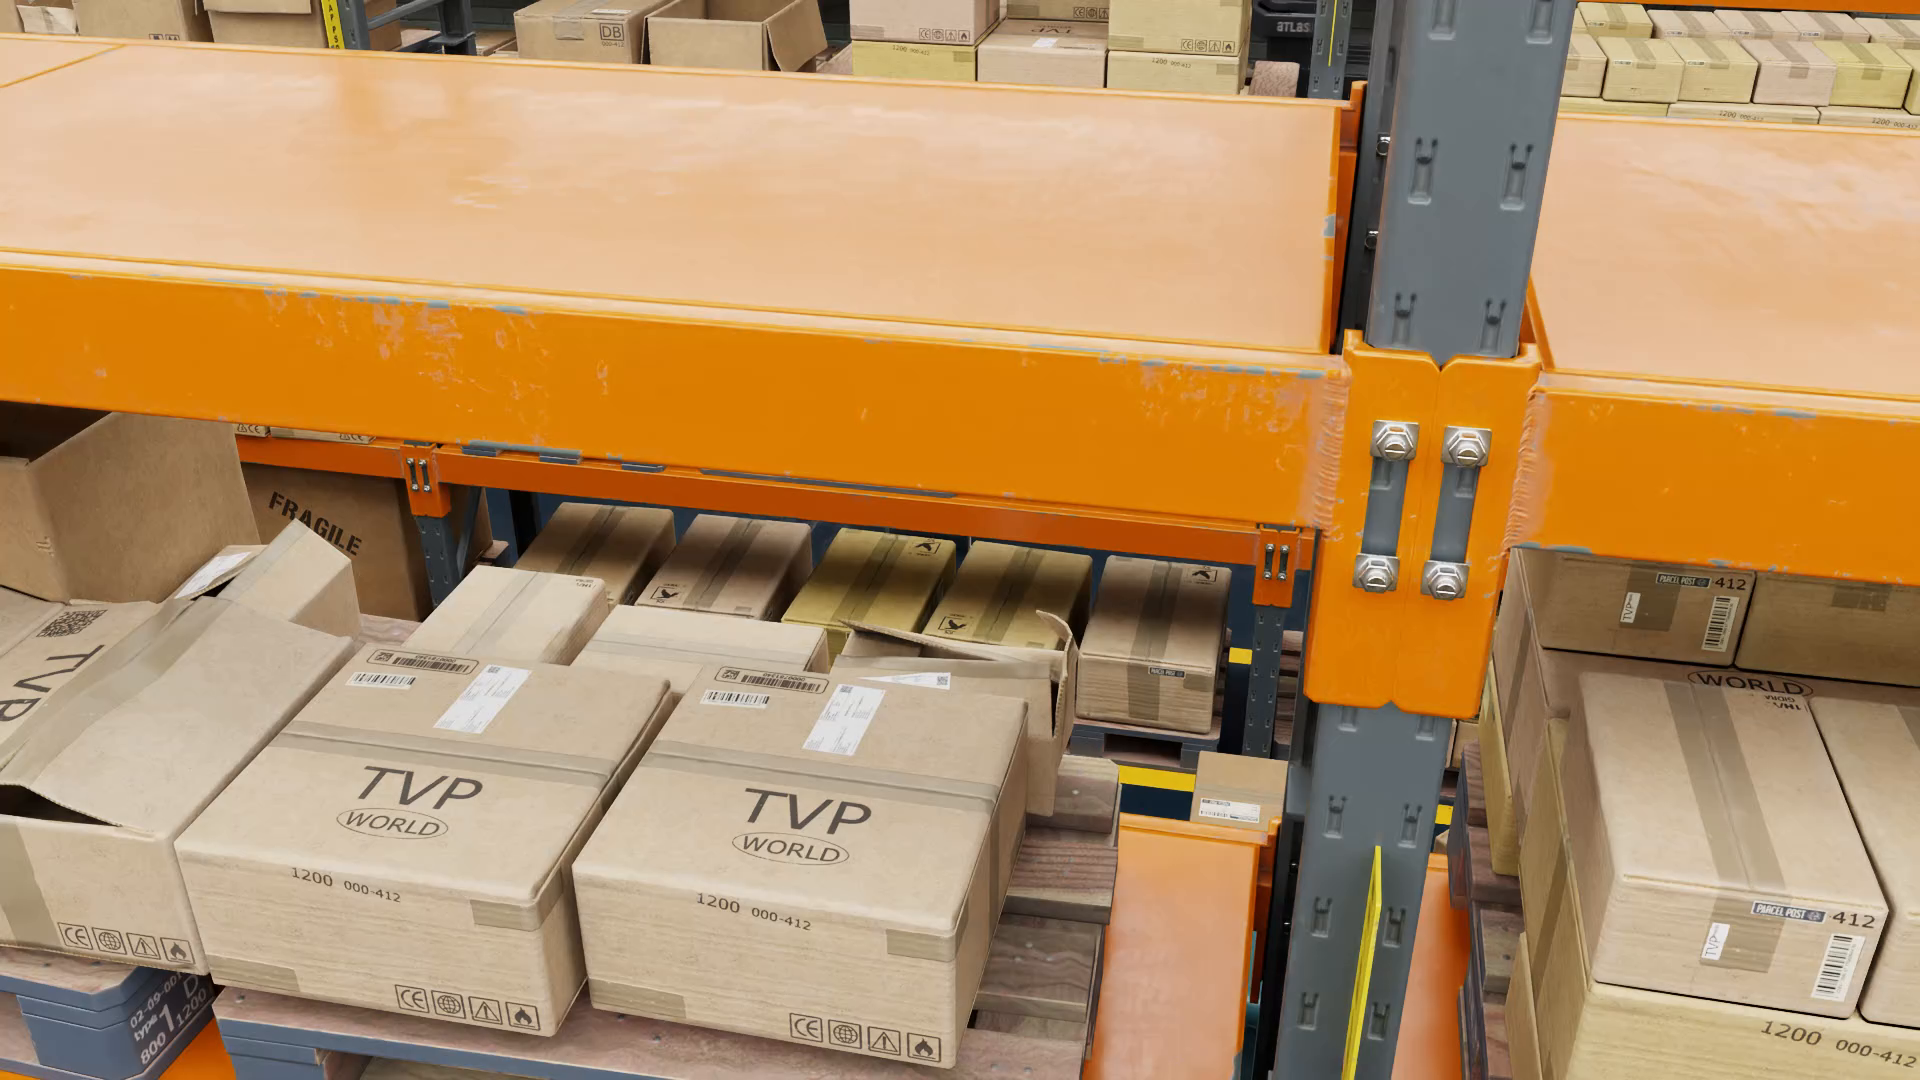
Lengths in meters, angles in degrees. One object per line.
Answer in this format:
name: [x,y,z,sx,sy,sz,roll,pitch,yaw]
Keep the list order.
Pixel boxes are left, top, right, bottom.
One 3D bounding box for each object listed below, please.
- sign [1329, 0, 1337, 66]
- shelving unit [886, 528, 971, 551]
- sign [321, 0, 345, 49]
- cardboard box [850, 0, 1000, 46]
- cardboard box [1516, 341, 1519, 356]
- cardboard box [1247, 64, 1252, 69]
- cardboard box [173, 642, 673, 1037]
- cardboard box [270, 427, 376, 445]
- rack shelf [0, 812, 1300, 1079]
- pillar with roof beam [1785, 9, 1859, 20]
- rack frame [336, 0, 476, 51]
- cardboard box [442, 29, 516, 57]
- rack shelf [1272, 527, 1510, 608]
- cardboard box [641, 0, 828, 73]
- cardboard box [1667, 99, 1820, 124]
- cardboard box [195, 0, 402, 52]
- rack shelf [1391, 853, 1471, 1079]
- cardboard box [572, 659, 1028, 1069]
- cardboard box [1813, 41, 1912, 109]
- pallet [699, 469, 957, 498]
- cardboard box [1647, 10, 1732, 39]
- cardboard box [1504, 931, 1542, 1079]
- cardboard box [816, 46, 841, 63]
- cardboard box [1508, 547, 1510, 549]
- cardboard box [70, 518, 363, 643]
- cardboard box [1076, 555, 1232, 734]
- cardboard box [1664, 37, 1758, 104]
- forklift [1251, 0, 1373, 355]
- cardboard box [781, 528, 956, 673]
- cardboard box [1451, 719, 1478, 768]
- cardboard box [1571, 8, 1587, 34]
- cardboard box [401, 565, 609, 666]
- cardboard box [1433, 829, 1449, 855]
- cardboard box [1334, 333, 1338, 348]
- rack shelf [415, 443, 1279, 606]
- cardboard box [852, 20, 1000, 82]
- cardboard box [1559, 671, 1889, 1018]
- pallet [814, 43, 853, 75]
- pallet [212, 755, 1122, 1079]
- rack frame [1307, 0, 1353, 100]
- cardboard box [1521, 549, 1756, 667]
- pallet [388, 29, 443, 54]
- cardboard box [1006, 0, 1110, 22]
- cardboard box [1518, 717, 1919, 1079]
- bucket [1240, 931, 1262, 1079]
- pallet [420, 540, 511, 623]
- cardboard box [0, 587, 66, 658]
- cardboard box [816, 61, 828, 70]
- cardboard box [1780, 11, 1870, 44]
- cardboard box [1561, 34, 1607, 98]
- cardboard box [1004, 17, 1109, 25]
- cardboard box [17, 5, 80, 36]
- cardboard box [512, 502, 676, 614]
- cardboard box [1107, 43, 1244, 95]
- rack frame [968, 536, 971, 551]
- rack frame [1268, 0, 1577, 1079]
sign: [1.350,-1.885,5.997,0.005,0.325,0.100,6,29,11]
shelving unit: [-0.162,-0.543,9.492,0.503,1.200,0.258,6,29,11]
sign: [-2.574,-2.149,6.808,0.005,0.325,0.100,6,29,11]
cardboard box: [-0.134,-2.174,6.673,0.500,0.250,0.500,6,29,11]
cardboard box: [2.342,-0.836,6.699,0.500,0.500,0.700,6,29,11]
cardboard box: [1.945,-3.278,11.834,0.250,0.149,0.380,5,29,9]
cardboard box: [-0.726,0.406,2.377,0.500,0.250,0.500,6,29,10]
cardboard box: [-2.998,-0.695,8.052,0.500,0.250,0.500,5,29,9]
rack shelf: [-1.429,0.703,2.967,4.000,0.370,1.077,6,29,11]
pillar with roof beam: [5.015,-3.464,6.706,0.400,9.000,9.100,6,29,11]
rack frame: [-2.450,-3.463,6.705,0.127,3.000,1.000,6,29,11]
cardboard box: [-3.628,-3.508,12.493,0.500,0.500,0.700,6,29,10]
rack shelf: [3.418,0.085,7.219,4.000,0.370,1.077,6,29,11]
cardboard box: [-0.952,-2.053,7.146,0.637,0.503,0.797,6,29,11]
cardboard box: [2.829,-1.535,6.152,0.500,0.250,0.500,6,29,11]
cardboard box: [-2.850,-2.344,7.239,0.637,0.503,0.797,4,29,7]
rack shelf: [2.483,1.105,2.234,4.000,0.370,1.077,6,29,11]
cardboard box: [-0.197,0.430,2.331,0.500,0.250,0.500,6,29,11]
cardboard box: [3.240,-1.684,6.010,0.250,0.149,0.380,6,29,12]
pallet: [-0.505,-0.568,7.864,1.213,0.211,1.003,6,29,11]
cardboard box: [2.840,-1.960,6.513,0.250,0.149,0.380,5,29,10]
cardboard box: [0.812,0.667,2.005,0.250,0.149,0.380,5,29,10]
cardboard box: [-1.056,-3.554,12.339,0.250,0.149,0.380,7,29,12]
cardboard box: [2.227,-0.125,7.116,0.250,0.149,0.380,6,29,10]
cardboard box: [-1.258,0.132,2.860,0.258,0.266,0.396,6,29,11]
cardboard box: [0.949,0.486,8.037,0.625,0.372,0.950,6,29,11]
cardboard box: [2.723,-1.718,6.072,0.250,0.149,0.380,5,29,9]
forklift: [2.523,-1.932,10.226,3.031,2.935,1.130,6,29,11]
cardboard box: [-0.435,0.347,8.292,0.625,0.372,0.950,7,29,12]
cardboard box: [2.507,0.825,7.545,0.500,0.250,0.500,8,30,13]
cardboard box: [2.324,-1.999,6.584,0.250,0.149,0.380,7,29,12]
cardboard box: [-0.789,0.208,2.843,0.250,0.149,0.380,6,29,11]
cardboard box: [2.226,1.411,6.649,0.500,0.500,0.500,-21,35,-33]
cardboard box: [2.899,-1.536,11.858,0.500,0.250,0.500,6,29,11]
rack shelf: [-0.494,-0.316,7.952,4.000,0.370,1.077,6,29,11]
cardboard box: [-0.132,-1.960,6.802,0.500,0.250,0.500,6,29,11]
cardboard box: [0.812,0.317,1.814,0.250,0.149,0.380,6,29,11]
pallet: [-0.134,-1.879,7.130,1.003,0.211,1.213,6,29,11]
pallet: [-0.380,0.604,2.600,1.217,0.209,0.805,5,29,9]
rack frame: [1.462,-3.062,5.972,0.127,3.000,1.000,6,29,11]
cardboard box: [0.952,0.008,2.378,0.250,0.149,0.380,6,29,10]
pallet: [-3.090,-2.104,7.543,1.003,0.211,1.213,7,30,13]
cardboard box: [0.485,-2.376,7.041,0.500,0.250,0.500,5,29,9]
cardboard box: [0.947,0.476,1.938,0.500,0.250,0.500,6,29,11]
bucket: [1.142,1.604,5.522,0.620,0.611,0.726,7,28,33]
pallet: [-3.205,0.277,9.024,1.213,0.211,1.003,6,29,11]
cardboard box: [-1.730,0.276,2.550,0.500,0.311,0.500,5,29,10]
cardboard box: [-0.905,-3.295,11.866,0.250,0.149,0.380,6,29,12]
cardboard box: [3.354,-1.946,6.489,0.250,0.149,0.380,6,29,11]
cardboard box: [2.219,-1.758,6.145,0.250,0.149,0.380,5,29,9]
cardboard box: [0.478,-2.162,7.171,0.500,0.250,0.500,5,29,10]
cardboard box: [-3.870,-2.247,7.309,0.258,0.266,0.396,5,29,9]
cardboard box: [-1.899,0.198,8.564,0.625,0.372,0.950,4,29,7]
cardboard box: [0.861,-1.855,6.611,0.500,0.250,0.500,5,29,10]
rack frame: [0.077,-0.518,9.447,0.015,1.200,0.240,6,29,11]
rack frame: [0.527,-0.727,1.708,0.127,3.000,1.000,6,29,11]
